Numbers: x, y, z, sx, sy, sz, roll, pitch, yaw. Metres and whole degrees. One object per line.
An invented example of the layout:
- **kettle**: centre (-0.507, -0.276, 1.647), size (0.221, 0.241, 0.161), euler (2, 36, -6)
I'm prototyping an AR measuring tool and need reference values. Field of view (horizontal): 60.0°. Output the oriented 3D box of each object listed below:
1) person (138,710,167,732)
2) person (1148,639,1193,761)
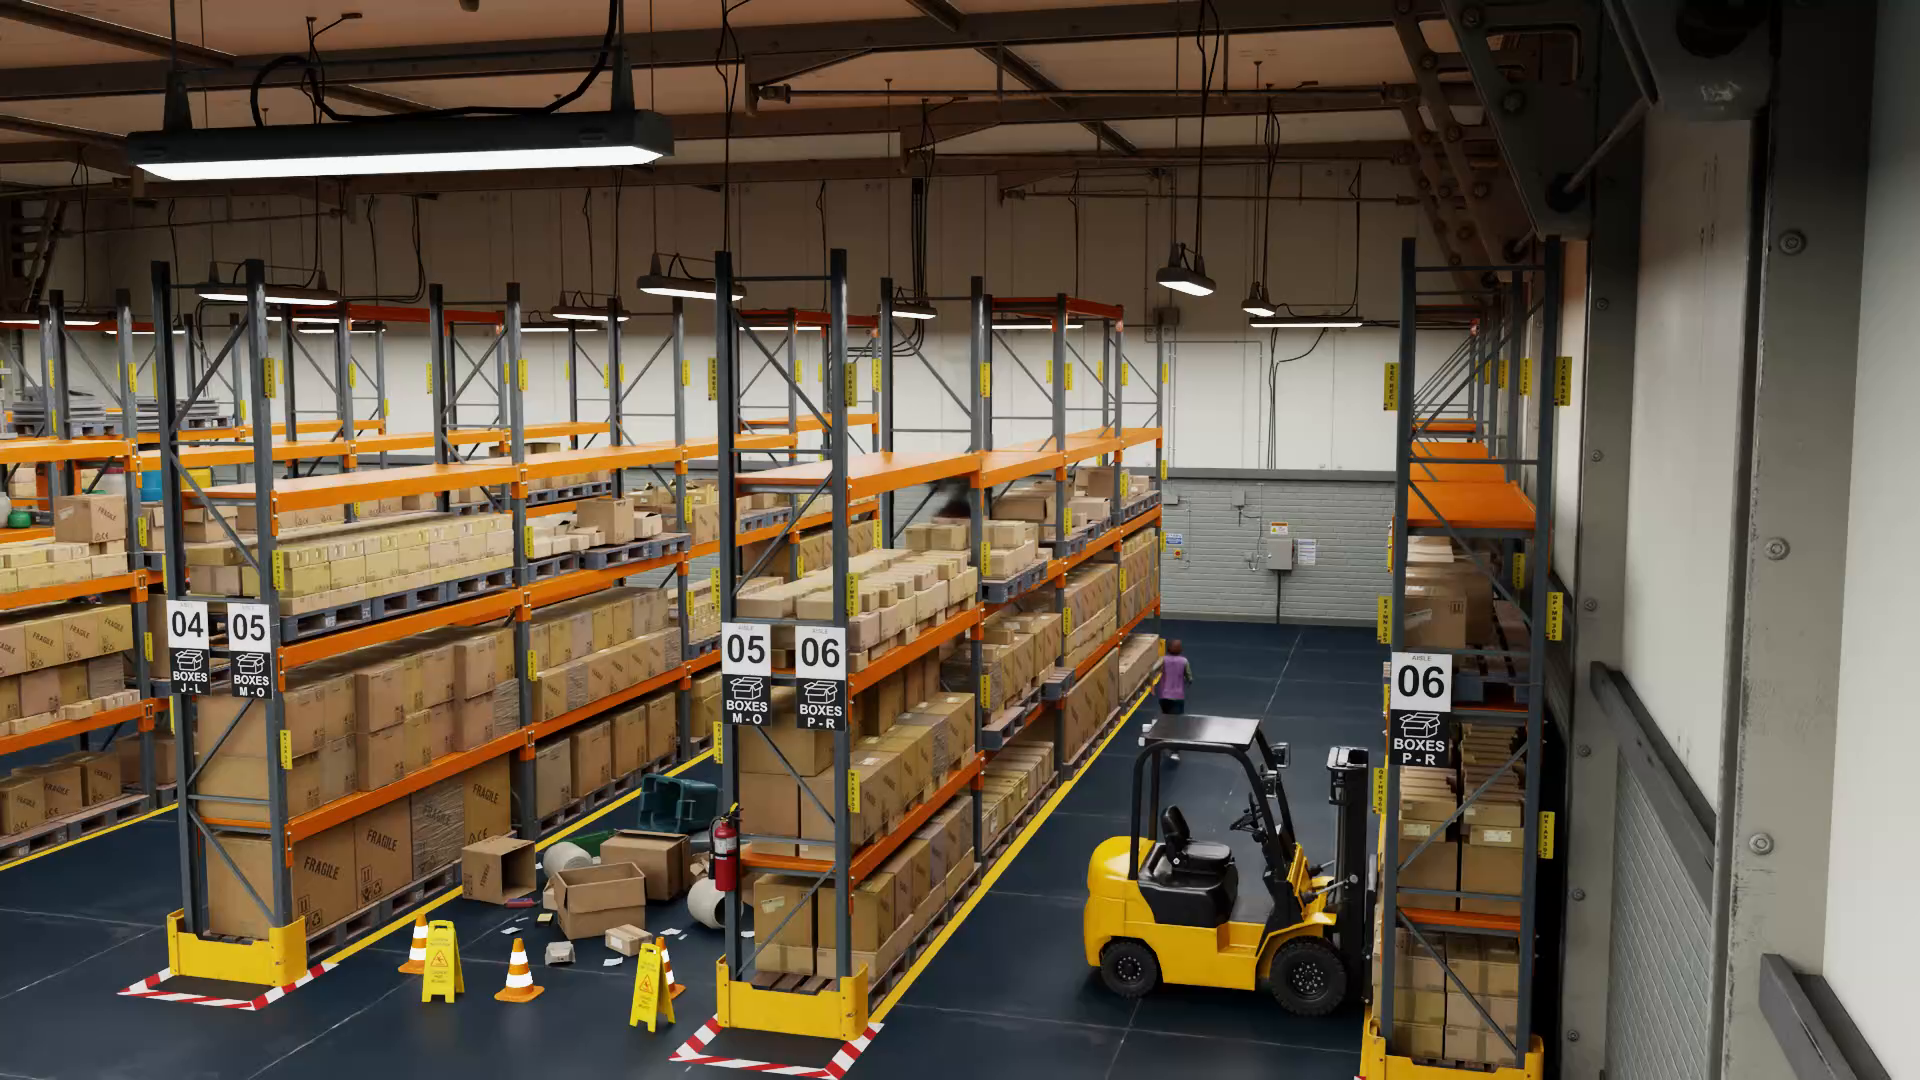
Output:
- **person**: centre (-11.392, 1.836, 23.260), size (0.733, 1.754, 0.812), euler (1, 6, 8)
- **person**: centre (2.743, 2.084, 21.638), size (0.545, 1.601, 0.818), euler (2, 6, 17)
